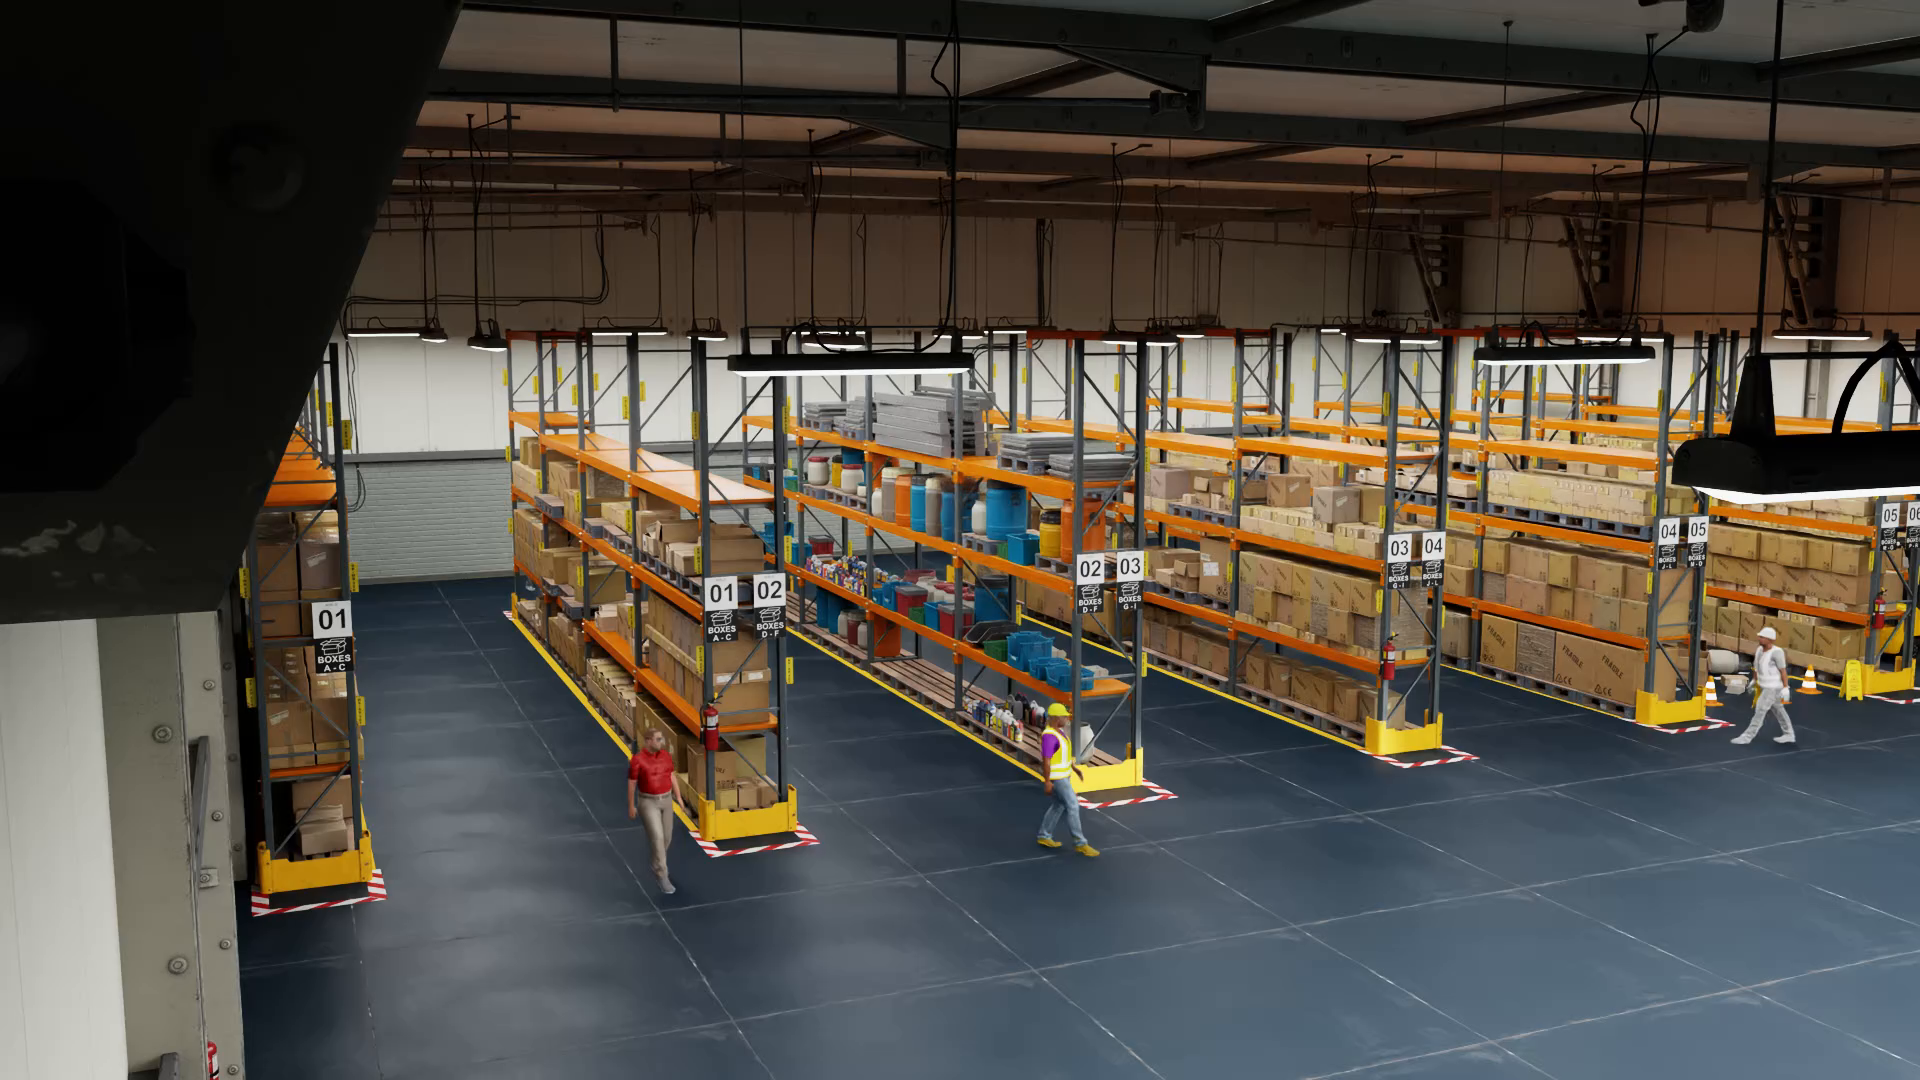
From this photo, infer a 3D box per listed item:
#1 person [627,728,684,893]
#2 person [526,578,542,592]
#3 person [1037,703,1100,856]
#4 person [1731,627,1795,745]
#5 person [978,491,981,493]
[{"bbox_3d":[-3.319,2.988,18.558,0.781,1.732,0.566,7,11,43],"label":"person"},{"bbox_3d":[-9.504,0.464,37.399,1.013,1.533,0.430,6,10,37],"label":"person"},{"bbox_3d":[1.291,2.813,19.658,0.791,1.772,0.594,2,8,12],"label":"person"},{"bbox_3d":[11.827,2.131,24.444,0.988,1.718,0.594,1,8,4],"label":"person"},{"bbox_3d":[0.434,-0.411,43.086,0.711,1.755,0.524,2,8,16],"label":"person"}]
